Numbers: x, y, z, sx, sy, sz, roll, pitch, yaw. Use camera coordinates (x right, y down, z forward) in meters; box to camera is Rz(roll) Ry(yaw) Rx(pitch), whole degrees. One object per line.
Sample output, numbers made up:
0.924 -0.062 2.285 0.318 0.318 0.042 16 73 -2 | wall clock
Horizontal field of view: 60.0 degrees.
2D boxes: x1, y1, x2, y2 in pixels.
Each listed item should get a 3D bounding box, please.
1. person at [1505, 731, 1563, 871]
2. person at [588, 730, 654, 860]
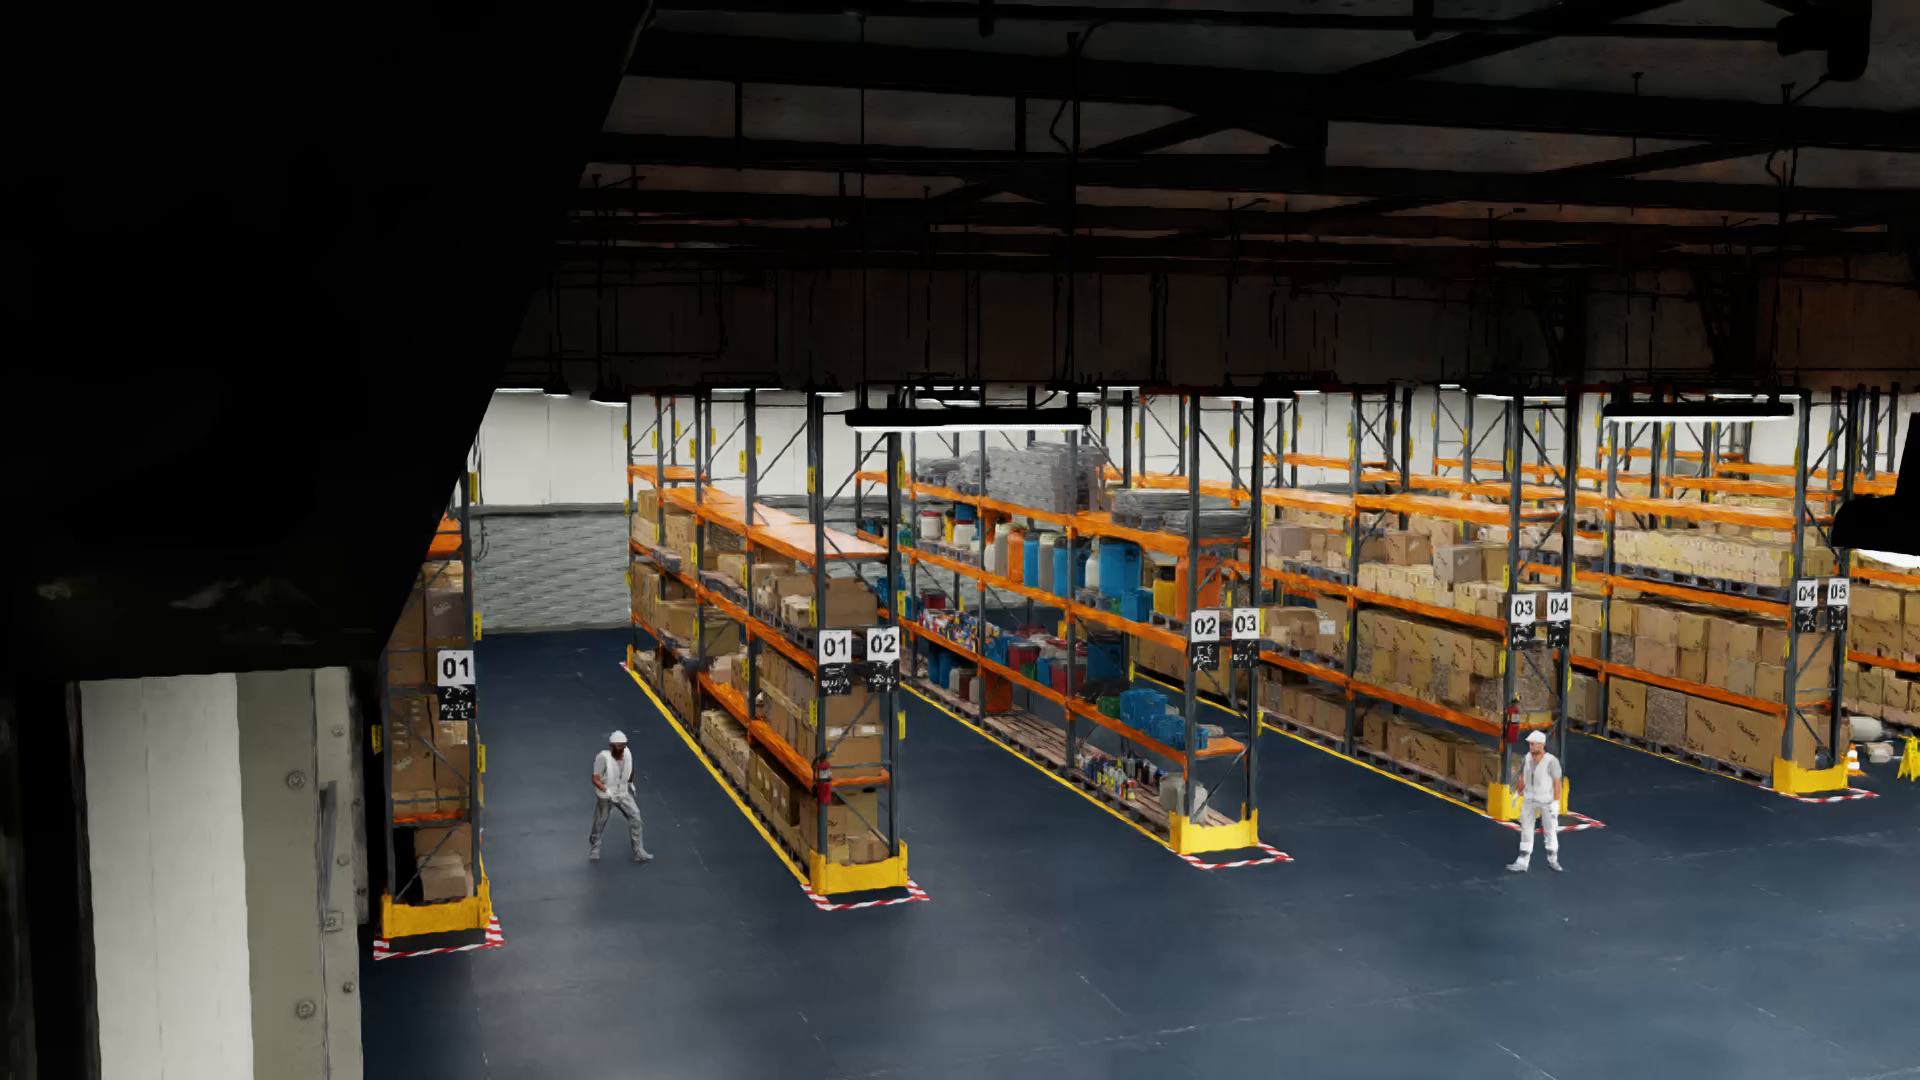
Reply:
7.238 3.287 20.951 0.630 1.789 0.669 -5 8 -42 | person
-4.422 3.267 21.329 0.704 1.716 0.810 -4 7 -37 | person
